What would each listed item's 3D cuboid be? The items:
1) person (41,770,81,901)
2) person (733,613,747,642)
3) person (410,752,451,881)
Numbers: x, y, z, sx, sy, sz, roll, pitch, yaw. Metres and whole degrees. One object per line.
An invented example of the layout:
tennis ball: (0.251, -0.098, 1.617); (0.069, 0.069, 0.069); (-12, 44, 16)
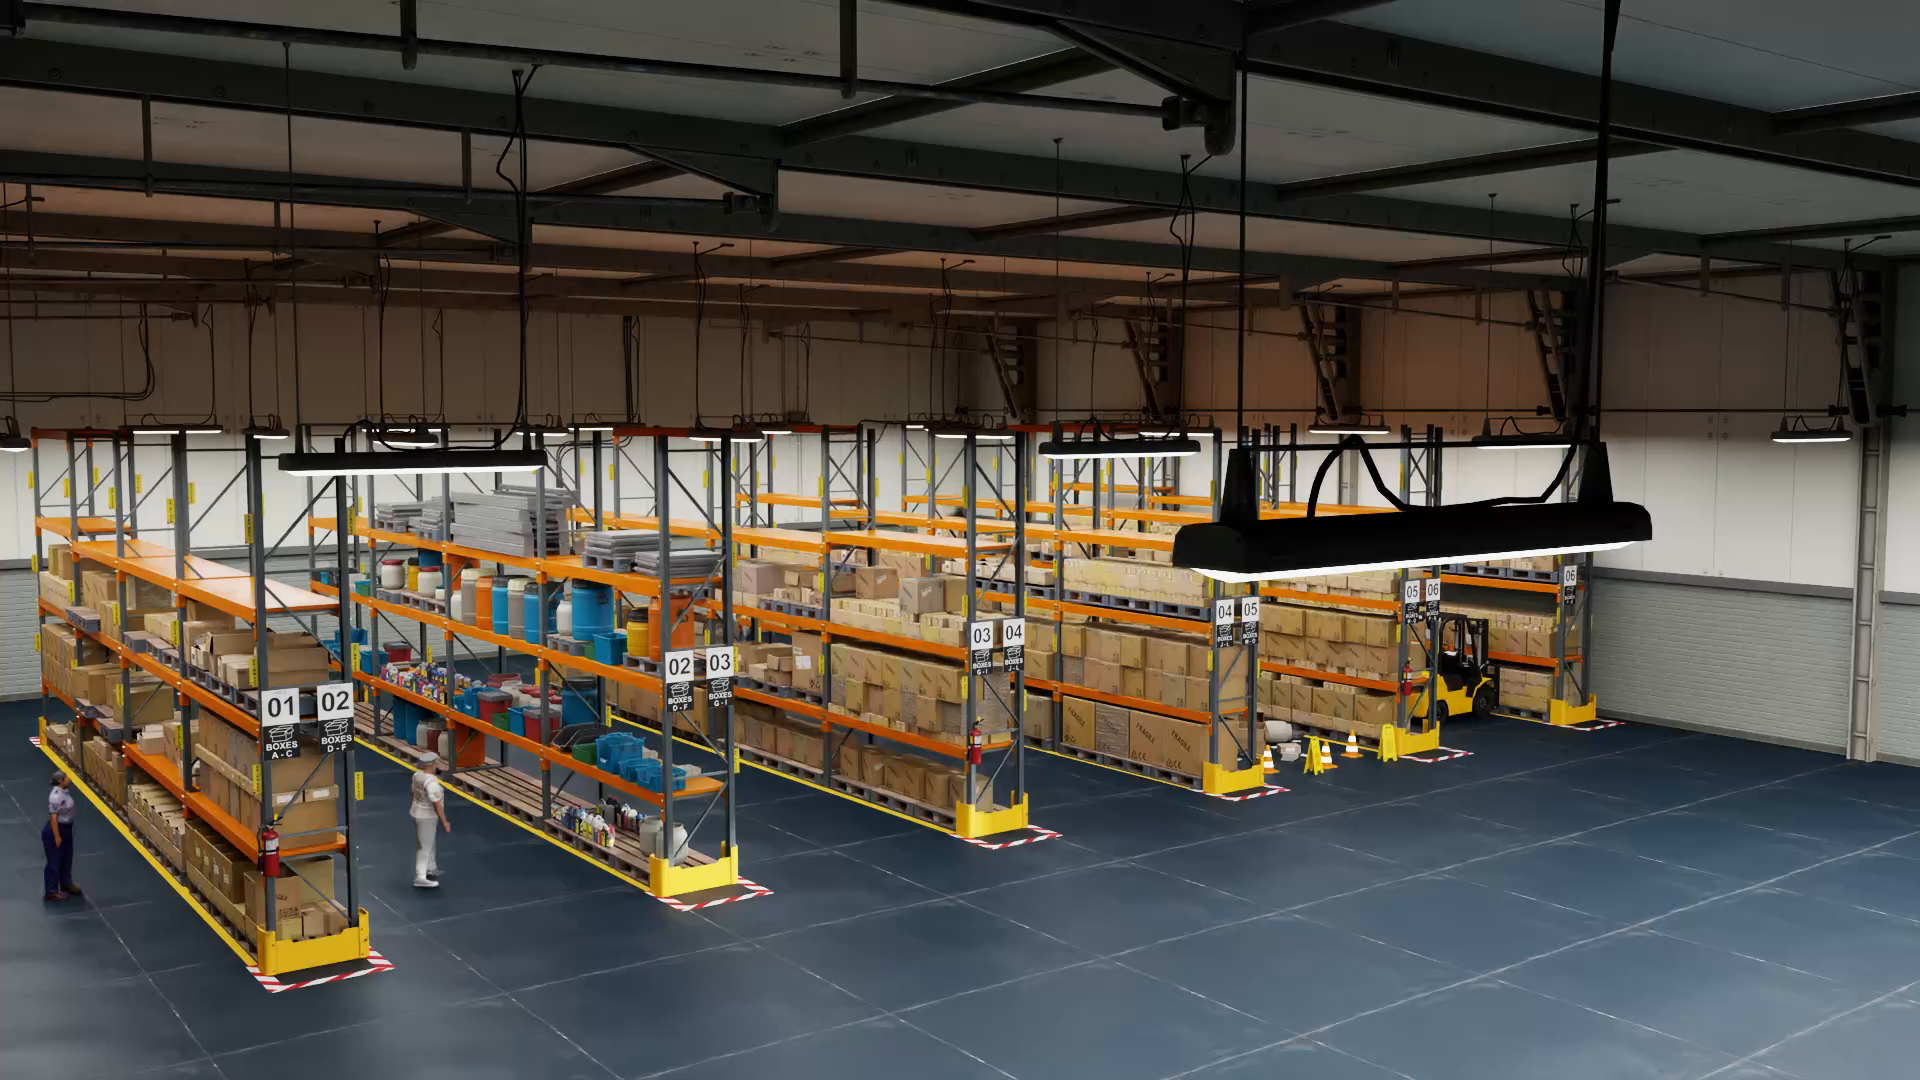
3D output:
person: (-11.696, 3.814, 21.613); (0.395, 1.665, 0.568); (-1, 5, -11)
person: (-5.468, 2.026, 41.474); (0.527, 1.696, 0.366); (-1, 5, -16)
person: (-7.117, 3.663, 22.214); (0.501, 1.668, 0.634); (-3, 5, -33)
